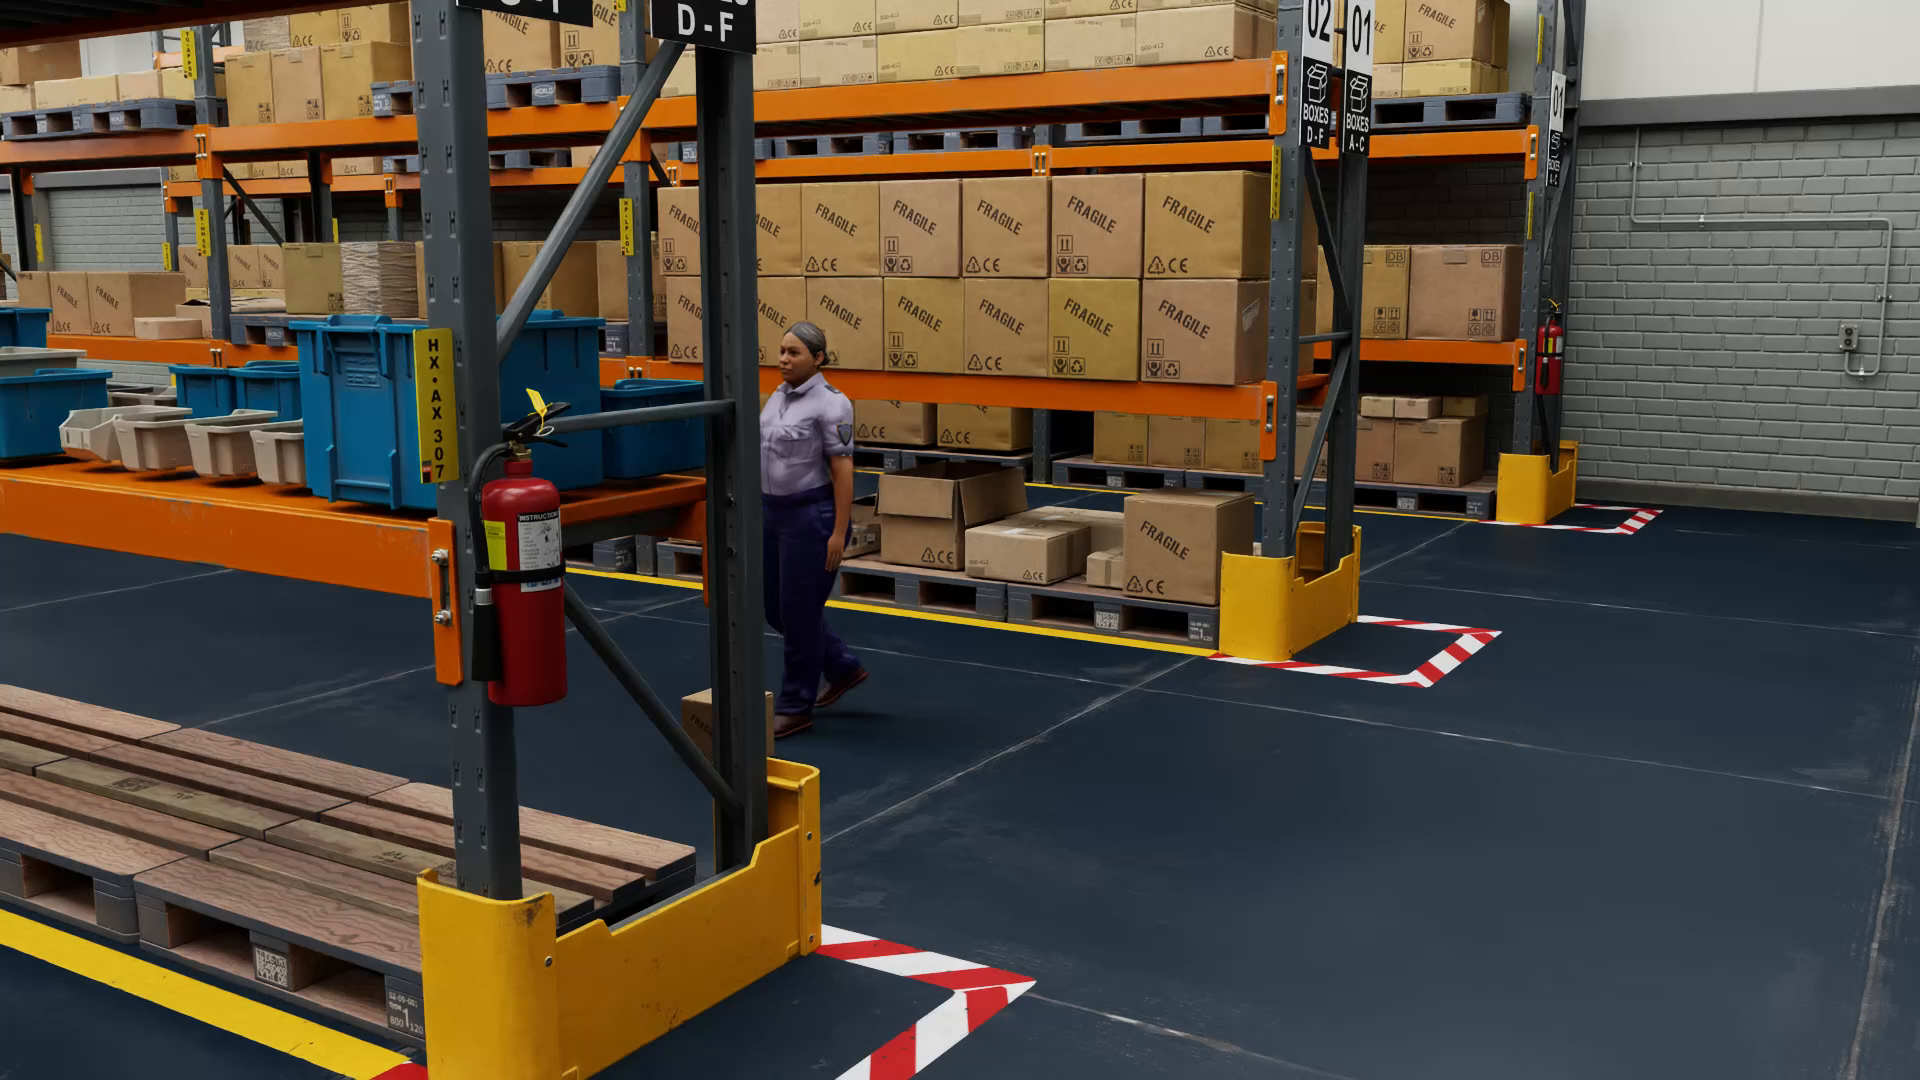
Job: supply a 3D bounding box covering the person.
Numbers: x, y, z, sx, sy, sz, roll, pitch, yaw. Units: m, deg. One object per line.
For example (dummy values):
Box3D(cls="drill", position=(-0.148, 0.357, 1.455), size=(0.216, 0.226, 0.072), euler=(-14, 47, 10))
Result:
Box3D(cls="person", position=(-0.615, -0.044, 6.696), size=(0.626, 1.637, 0.506), euler=(-7, 12, -37))
